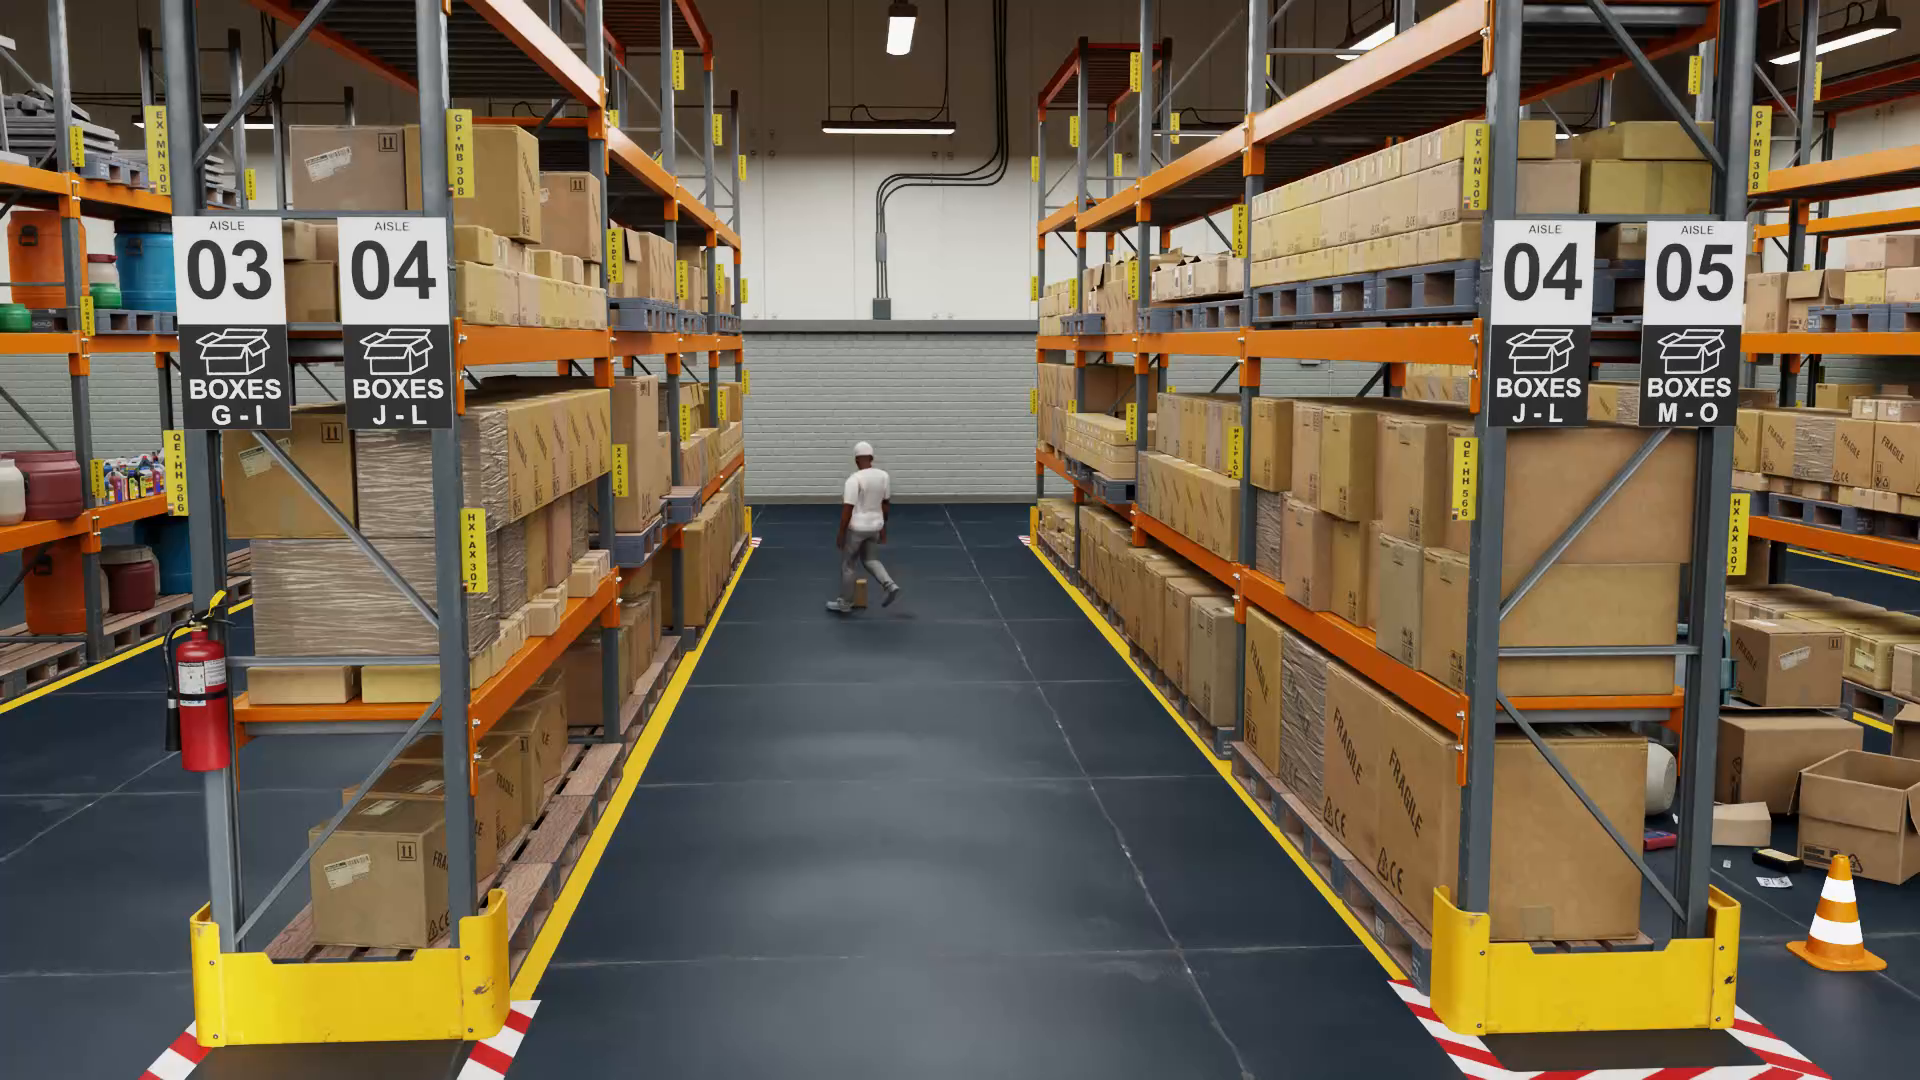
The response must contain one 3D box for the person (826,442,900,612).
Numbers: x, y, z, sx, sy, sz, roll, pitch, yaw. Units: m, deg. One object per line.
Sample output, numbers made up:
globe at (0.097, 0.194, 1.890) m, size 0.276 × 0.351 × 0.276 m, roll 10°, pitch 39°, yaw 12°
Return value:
person at (-1.006, -0.126, 16.790) m, size 0.603 × 1.746 × 0.805 m, roll -6°, pitch 9°, yaw -43°
